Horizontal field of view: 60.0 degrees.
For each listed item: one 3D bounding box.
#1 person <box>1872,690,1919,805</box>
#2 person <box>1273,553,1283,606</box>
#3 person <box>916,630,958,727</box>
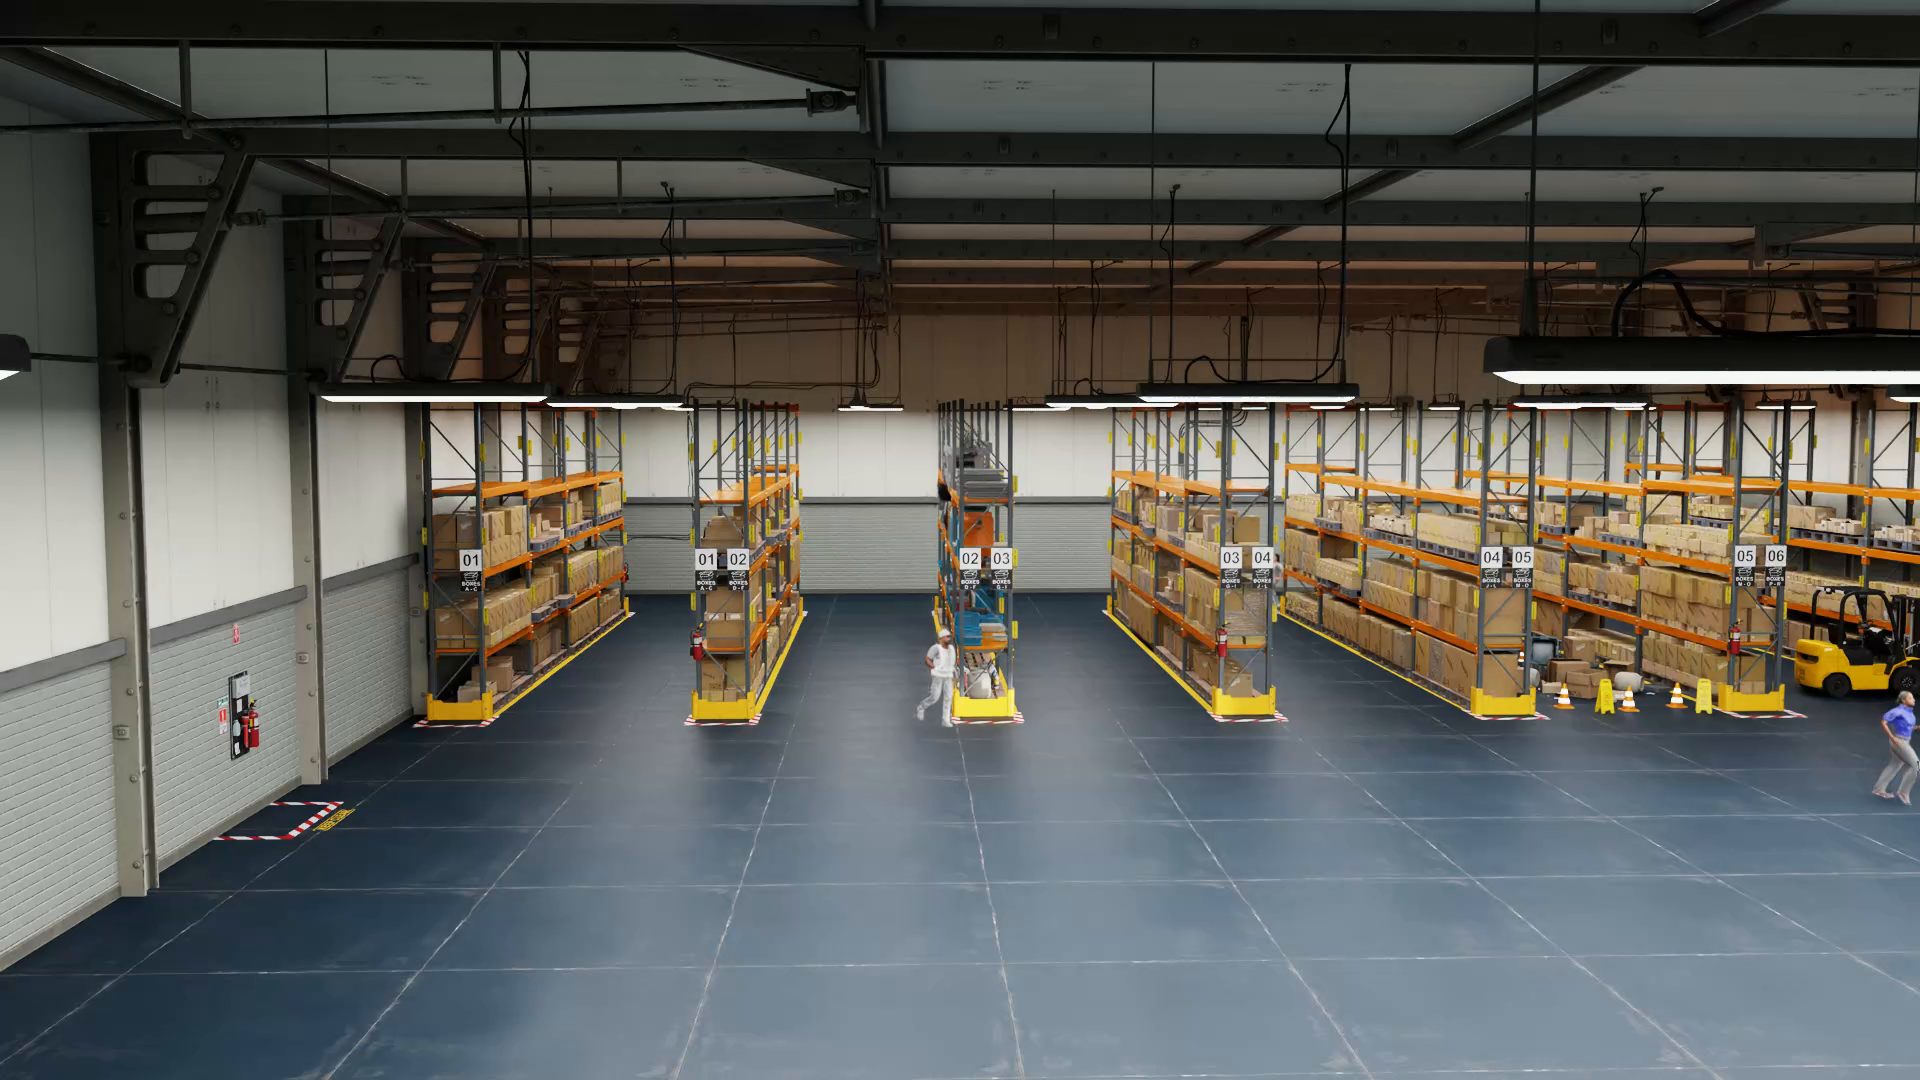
[{"bbox_3d":[13.878,3.060,24.490,0.713,1.708,0.546,3,5,36],"label":"person"},{"bbox_3d":[9.223,1.209,49.006,0.581,1.657,0.575,0,4,3],"label":"person"},{"bbox_3d":[-0.303,2.520,30.581,0.744,1.741,0.951,-4,6,-39],"label":"person"}]
